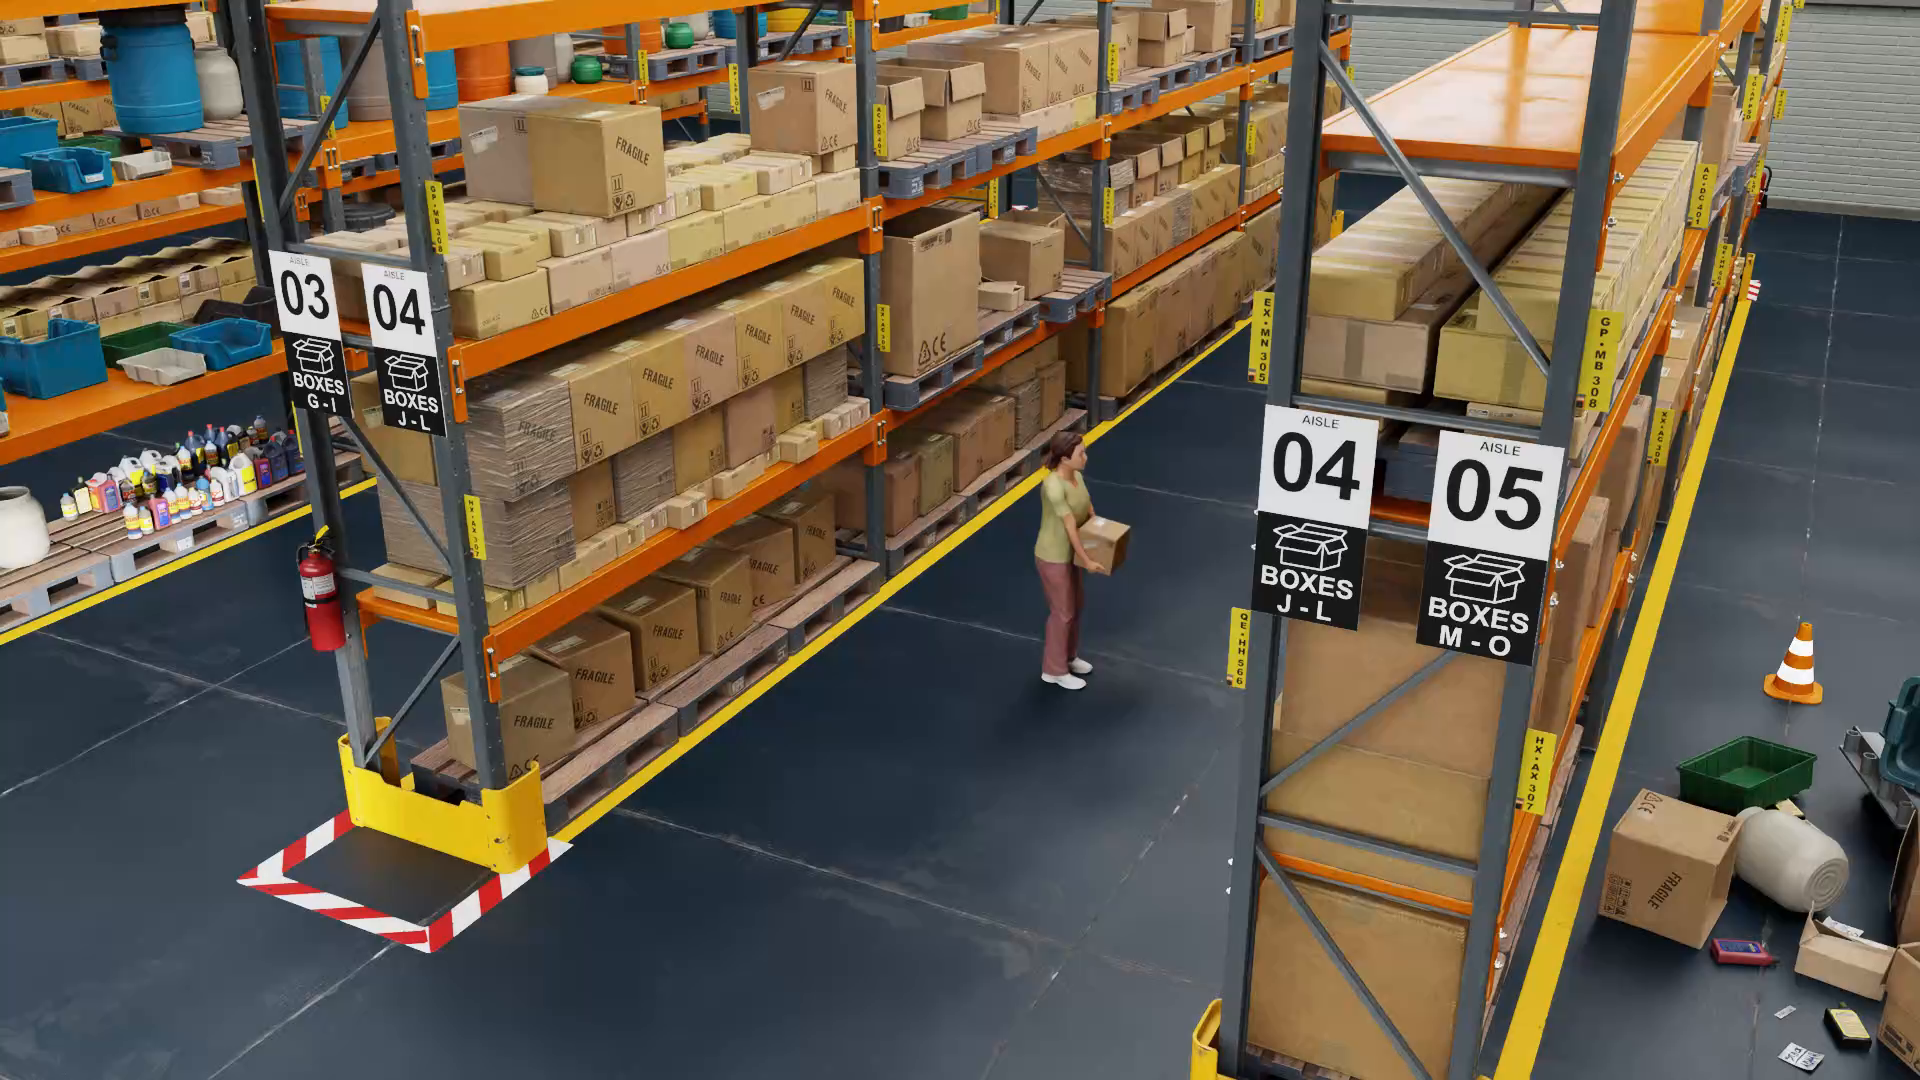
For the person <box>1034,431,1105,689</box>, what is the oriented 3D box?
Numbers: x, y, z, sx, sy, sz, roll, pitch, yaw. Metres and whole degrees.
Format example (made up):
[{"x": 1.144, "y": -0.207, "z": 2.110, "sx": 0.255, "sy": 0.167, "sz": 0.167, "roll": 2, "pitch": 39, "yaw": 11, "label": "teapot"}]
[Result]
[{"x": 0.729, "y": 0.124, "z": 10.455, "sx": 0.503, "sy": 1.668, "sz": 0.407, "roll": 11, "pitch": 25, "yaw": 24, "label": "person"}]
